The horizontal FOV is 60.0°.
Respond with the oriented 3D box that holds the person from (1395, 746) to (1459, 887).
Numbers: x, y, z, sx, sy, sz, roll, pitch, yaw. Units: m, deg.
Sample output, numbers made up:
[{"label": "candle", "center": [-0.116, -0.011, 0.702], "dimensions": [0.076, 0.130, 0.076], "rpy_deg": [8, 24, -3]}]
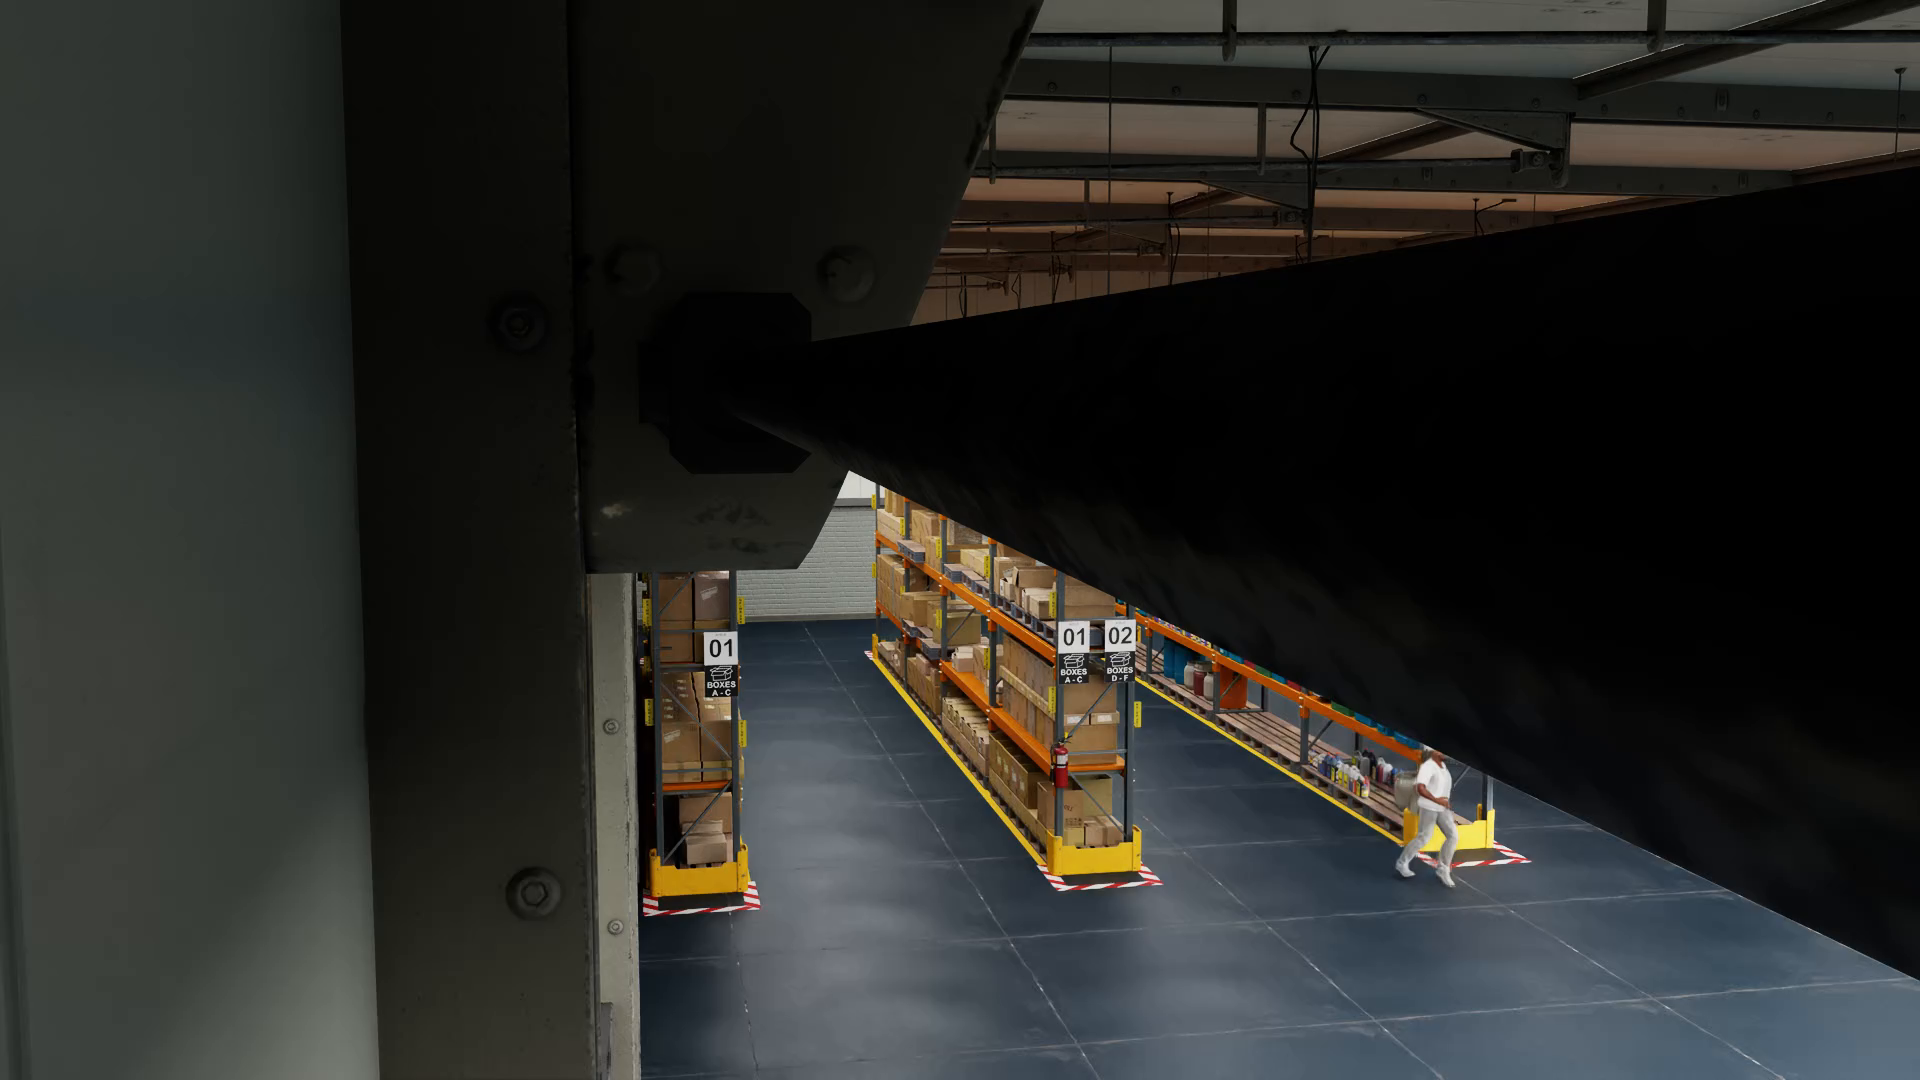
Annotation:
[{"label": "person", "center": [5.884, 3.354, 20.652], "dimensions": [0.738, 1.786, 0.730], "rpy_deg": [5, 8, 42]}]
